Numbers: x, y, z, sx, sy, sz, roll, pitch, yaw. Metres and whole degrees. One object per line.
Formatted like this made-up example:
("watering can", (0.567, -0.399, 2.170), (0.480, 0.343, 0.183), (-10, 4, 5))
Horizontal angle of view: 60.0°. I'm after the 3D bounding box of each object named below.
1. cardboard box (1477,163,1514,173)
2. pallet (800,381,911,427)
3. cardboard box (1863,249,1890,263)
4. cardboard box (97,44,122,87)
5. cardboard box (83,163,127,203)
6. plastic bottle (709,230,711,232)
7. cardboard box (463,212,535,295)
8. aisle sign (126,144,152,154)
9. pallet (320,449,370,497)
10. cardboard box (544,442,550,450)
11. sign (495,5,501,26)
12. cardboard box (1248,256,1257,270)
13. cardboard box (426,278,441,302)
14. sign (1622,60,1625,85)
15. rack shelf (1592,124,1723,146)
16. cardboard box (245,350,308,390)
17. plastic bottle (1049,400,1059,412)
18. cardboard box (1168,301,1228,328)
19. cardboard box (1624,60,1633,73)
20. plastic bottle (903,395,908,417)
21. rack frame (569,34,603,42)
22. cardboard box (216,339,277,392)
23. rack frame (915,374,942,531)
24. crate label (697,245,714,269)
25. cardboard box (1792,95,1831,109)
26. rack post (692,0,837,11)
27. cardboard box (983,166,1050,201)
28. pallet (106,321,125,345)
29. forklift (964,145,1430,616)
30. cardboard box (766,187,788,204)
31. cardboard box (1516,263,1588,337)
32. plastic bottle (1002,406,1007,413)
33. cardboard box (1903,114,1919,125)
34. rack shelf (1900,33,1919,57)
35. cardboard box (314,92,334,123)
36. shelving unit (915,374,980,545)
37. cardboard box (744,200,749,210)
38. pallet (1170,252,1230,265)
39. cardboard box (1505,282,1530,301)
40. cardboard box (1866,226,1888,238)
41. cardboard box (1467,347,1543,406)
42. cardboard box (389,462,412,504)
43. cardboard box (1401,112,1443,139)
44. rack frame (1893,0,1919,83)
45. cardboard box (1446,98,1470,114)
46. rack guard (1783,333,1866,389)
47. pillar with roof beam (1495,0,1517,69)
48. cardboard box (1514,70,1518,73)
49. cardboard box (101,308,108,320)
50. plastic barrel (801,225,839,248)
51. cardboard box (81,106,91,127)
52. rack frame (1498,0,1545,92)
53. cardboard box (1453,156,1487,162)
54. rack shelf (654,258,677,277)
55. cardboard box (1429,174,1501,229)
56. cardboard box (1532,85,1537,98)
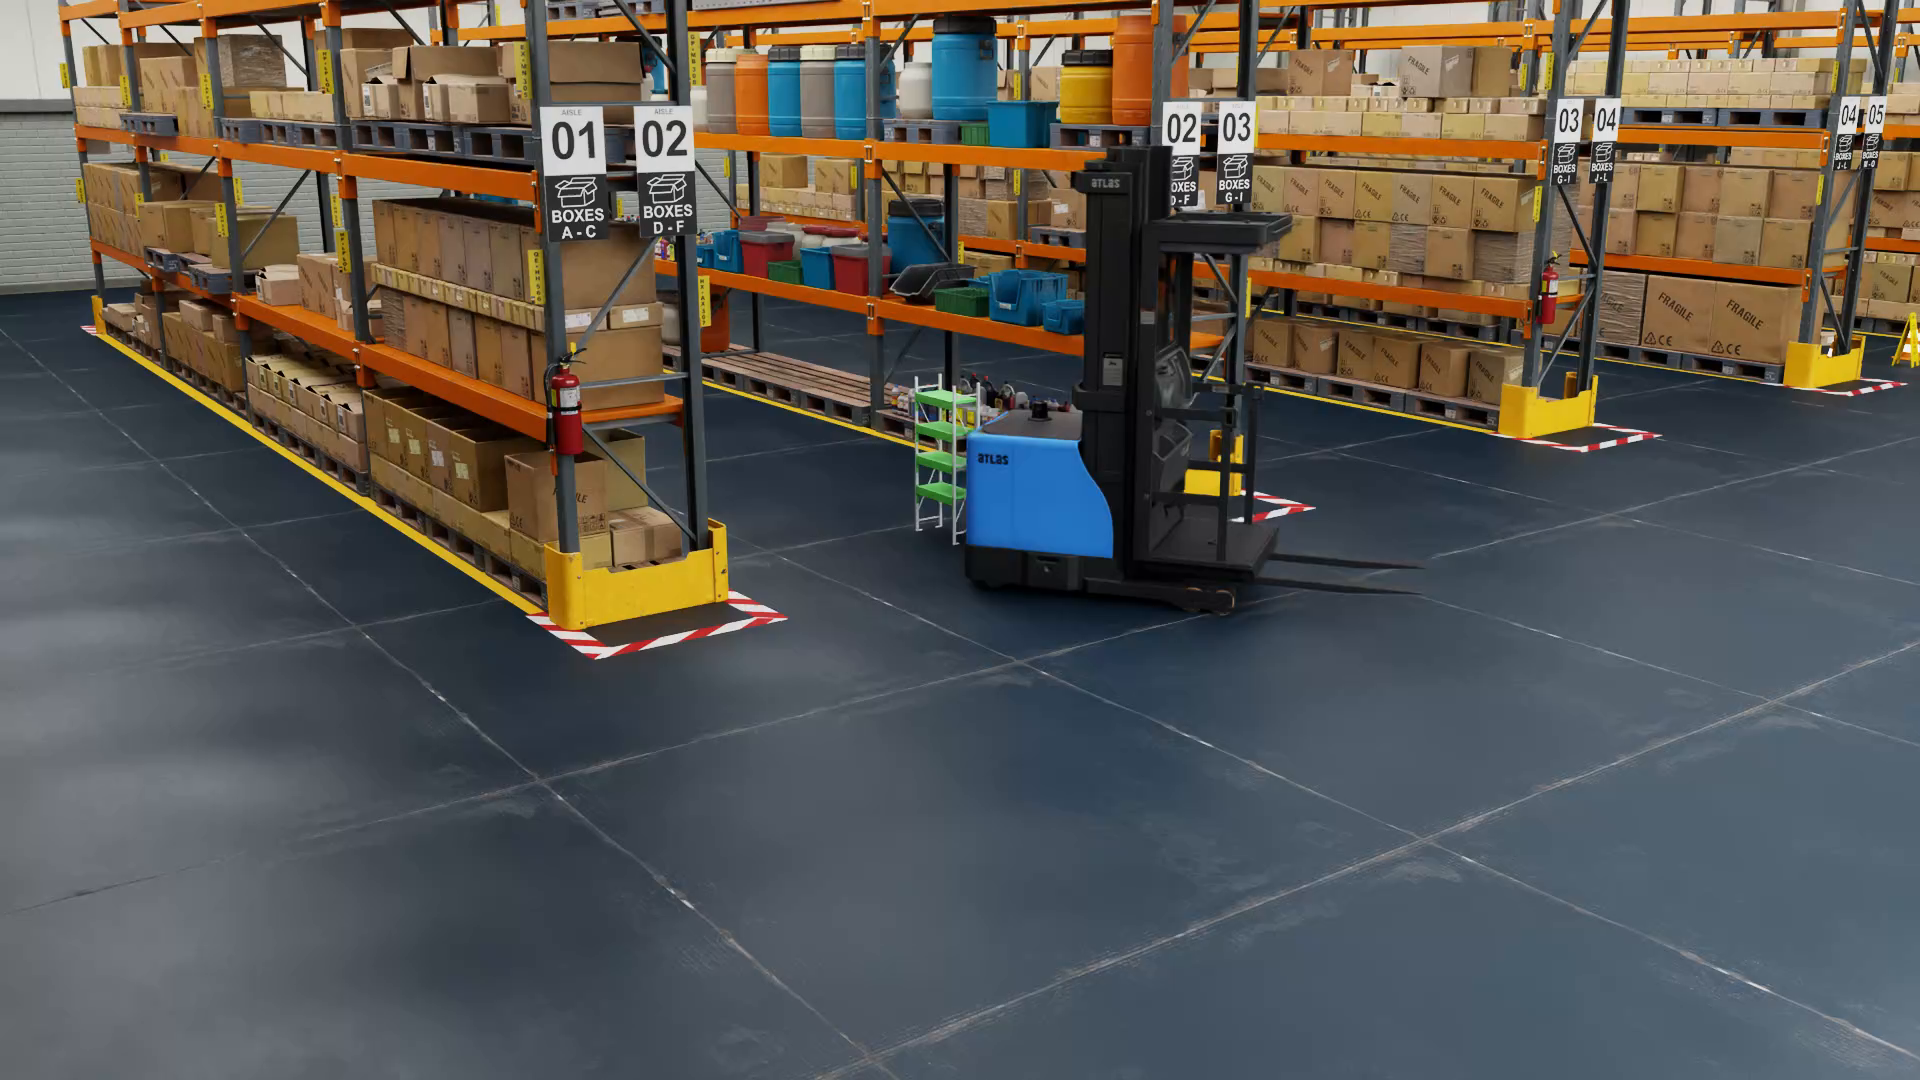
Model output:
("cardboard box", (7.326, -4.776, 22.262), (0.700, 0.500, 0.500), (-11, 19, -35))
("pallet", (-0.948, -1.440, 17.439), (1.003, 0.211, 1.213), (-11, 19, -35))
("cardboard box", (12.668, -3.937, 23.041), (0.380, 0.149, 0.250), (-10, 18, -32))
("cardboard box", (-10.380, -5.957, 20.893), (0.700, 0.500, 0.500), (-11, 19, -35))
("cardboard box", (-11.472, -4.813, 22.395), (0.500, 0.500, 0.500), (-10, 18, -33))
("plastic bottle", (-3.114, -3.699, 20.629), (0.061, 0.283, 0.133), (-11, 19, -35))
("cardboard box", (-3.018, -2.007, 11.582), (0.700, 0.500, 0.500), (-11, 19, -34))
("aisle sign", (-11.312, -5.734, 22.920), (0.394, 0.787, 0.004), (-11, 19, -35))
("pallet", (-4.929, -0.662, 14.595), (1.003, 0.211, 1.213), (-11, 19, -35))
("cardboard box", (-2.847, -0.600, 12.078), (0.500, 0.500, 0.500), (-11, 19, -35))
("sign", (-7.075, -8.013, 25.418), (0.100, 0.325, 0.005), (-11, 19, -35))
("cardboard box", (3.434, -3.179, 18.984), (0.380, 0.149, 0.250), (-11, 19, -35))
("cardboard box", (-3.702, -1.855, 12.253), (0.380, 0.149, 0.250), (-12, 19, -36))
("sign", (6.342, -4.491, 15.965), (0.100, 0.325, 0.005), (-11, 19, -35))
("rack shelf", (10.391, -6.458, 26.169), (1.077, 0.370, 4.000), (-11, 19, -35))
("cardboard box", (-6.745, -1.699, 16.453), (0.500, 0.311, 0.500), (-10, 18, -33))
("plastic bottle", (0.881, -1.175, 15.520), (0.097, 0.271, 0.097), (0, 15, 0))
("cardboard box", (2.943, -2.638, 20.435), (0.700, 0.500, 0.500), (-11, 19, -35))
("cardboard box", (8.163, -5.754, 20.215), (0.380, 0.149, 0.250), (-11, 19, -34))
("plastic bottle", (-0.503, -1.307, 16.136), (0.097, 0.201, 0.097), (0, 15, 0))
("rack frame", (-5.159, -7.226, 21.930), (1.000, 3.000, 0.127), (-11, 19, -35))
("cardboard box", (-7.556, -1.880, 17.663), (0.500, 0.500, 0.500), (-10, 18, -32))
("rack frame", (-0.241, -0.666, 12.737), (0.240, 1.200, 0.015), (-11, 19, -35))
("crate label", (-2.862, -3.249, 19.082), (0.303, 0.233, 0.416), (-11, 19, -35))
("cardboard box", (9.505, -4.881, 18.538), (0.380, 0.149, 0.250), (-11, 19, -35))
("rack post", (-1.682, -6.021, 17.150), (1.013, 1.000, 3.121), (-11, 19, -35))
("cardboard box", (0.783, -4.937, 22.844), (0.797, 0.503, 0.637), (-10, 18, -33))
("pallet", (-11.005, -2.887, 22.724), (1.003, 0.211, 1.213), (-11, 19, -35))
("forklift", (1.602, -1.080, 10.971), (3.031, 2.935, 1.130), (5, 16, 19))
("cardboard box", (-2.837, -5.664, 27.309), (0.500, 0.250, 0.500), (-12, 19, -36))
("cardboard box", (7.936, -3.173, 21.718), (0.875, 0.875, 0.875), (-11, 19, -34))
("plastic bottle", (0.422, -1.071, 15.117), (0.061, 0.283, 0.133), (-11, 19, -35))
("cardboard box", (12.902, -5.655, 22.351), (0.380, 0.149, 0.250), (-11, 19, -35))
("rack shelf", (16.756, -7.629, 25.523), (1.077, 0.370, 4.000), (-11, 19, -35))
("cardboard box", (-5.144, -3.683, 14.156), (0.500, 0.250, 0.500), (-13, 20, -40))
("shelving unit", (-0.097, -0.614, 12.547), (0.258, 1.200, 0.503), (-11, 19, -35))
("cardboard box", (-3.411, -5.652, 28.021), (0.380, 0.149, 0.250), (-11, 19, -35))
("pallet", (3.220, -3.486, 19.993), (1.003, 0.211, 1.213), (-11, 19, -35))
("cardboard box", (5.569, -2.446, 16.307), (0.380, 0.149, 0.250), (-11, 19, -35))
("cardboard box", (12.718, -4.264, 22.950), (0.380, 0.149, 0.250), (-11, 19, -35))
("cardboard box", (5.550, -1.671, 16.940), (0.500, 0.500, 0.500), (-7, 17, -24))
("cardboard box", (-4.147, -0.478, 13.055), (0.500, 0.250, 0.500), (-11, 19, -35))
("cardboard box", (4.824, -4.193, 16.817), (0.500, 0.250, 0.500), (-10, 18, -33))
("rack frame", (15.580, -8.596, 26.935), (1.000, 3.000, 0.127), (-11, 19, -35))
("cardboard box", (5.013, -4.281, 16.383), (0.380, 0.149, 0.250), (-11, 19, -34))
("rack guard", (9.989, -2.076, 19.214), (1.175, 0.500, 0.348), (-11, 19, -35))
("pillar with roof beam", (7.714, -9.924, 31.790), (9.100, 9.000, 0.400), (-11, 19, -35))
("cardboard box", (11.112, -9.275, 33.243), (0.396, 0.266, 0.258), (-11, 19, -35))
("cardboard box", (-11.551, -3.113, 22.833), (0.380, 0.149, 0.250), (-11, 19, -35))
("plastic barrel", (-1.526, -3.177, 18.243), (0.433, 0.535, 0.433), (0, 15, 0))
("cardboard box", (-11.140, -5.535, 21.718), (0.500, 0.250, 0.500), (-11, 19, -35))
("rack frame", (9.215, -8.678, 27.238), (1.000, 3.000, 0.127), (-11, 19, -35))
("cardboard box", (8.700, -6.385, 28.140), (0.500, 0.500, 0.500), (-11, 19, -36))
("rack shelf", (-3.983, -3.558, 21.256), (1.077, 0.370, 4.000), (-11, 19, -35))
("cardboard box", (5.081, -3.397, 16.660), (0.500, 0.500, 0.500), (-11, 19, -35))
("cardboard box", (7.470, -5.941, 22.189), (0.258, 0.266, 0.396), (-11, 19, -35))
